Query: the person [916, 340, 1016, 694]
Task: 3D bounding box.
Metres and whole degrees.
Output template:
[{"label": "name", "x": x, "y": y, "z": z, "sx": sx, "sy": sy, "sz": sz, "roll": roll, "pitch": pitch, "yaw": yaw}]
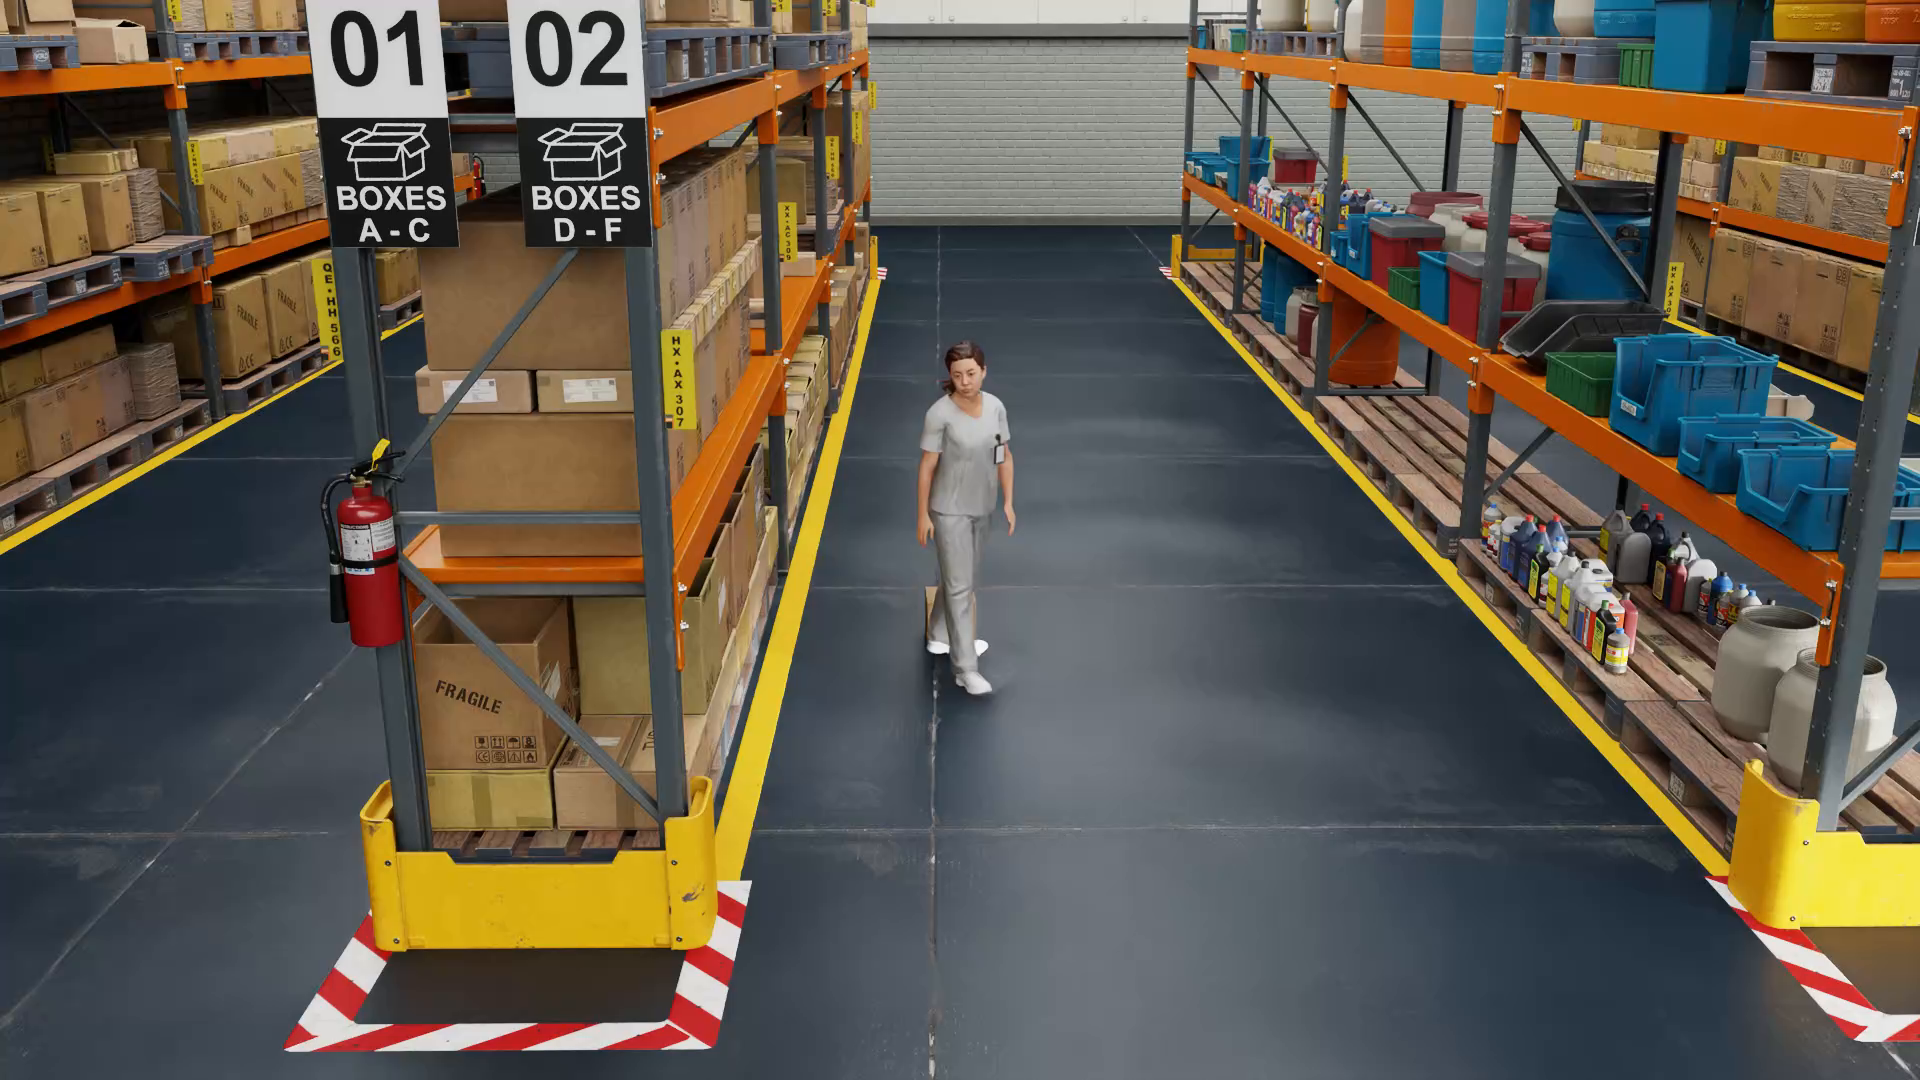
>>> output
[{"label": "person", "x": 0.027, "y": -0.134, "z": 7.947, "sx": 0.498, "sy": 1.661, "sz": 0.686, "roll": -13, "pitch": 22, "yaw": -36}]
